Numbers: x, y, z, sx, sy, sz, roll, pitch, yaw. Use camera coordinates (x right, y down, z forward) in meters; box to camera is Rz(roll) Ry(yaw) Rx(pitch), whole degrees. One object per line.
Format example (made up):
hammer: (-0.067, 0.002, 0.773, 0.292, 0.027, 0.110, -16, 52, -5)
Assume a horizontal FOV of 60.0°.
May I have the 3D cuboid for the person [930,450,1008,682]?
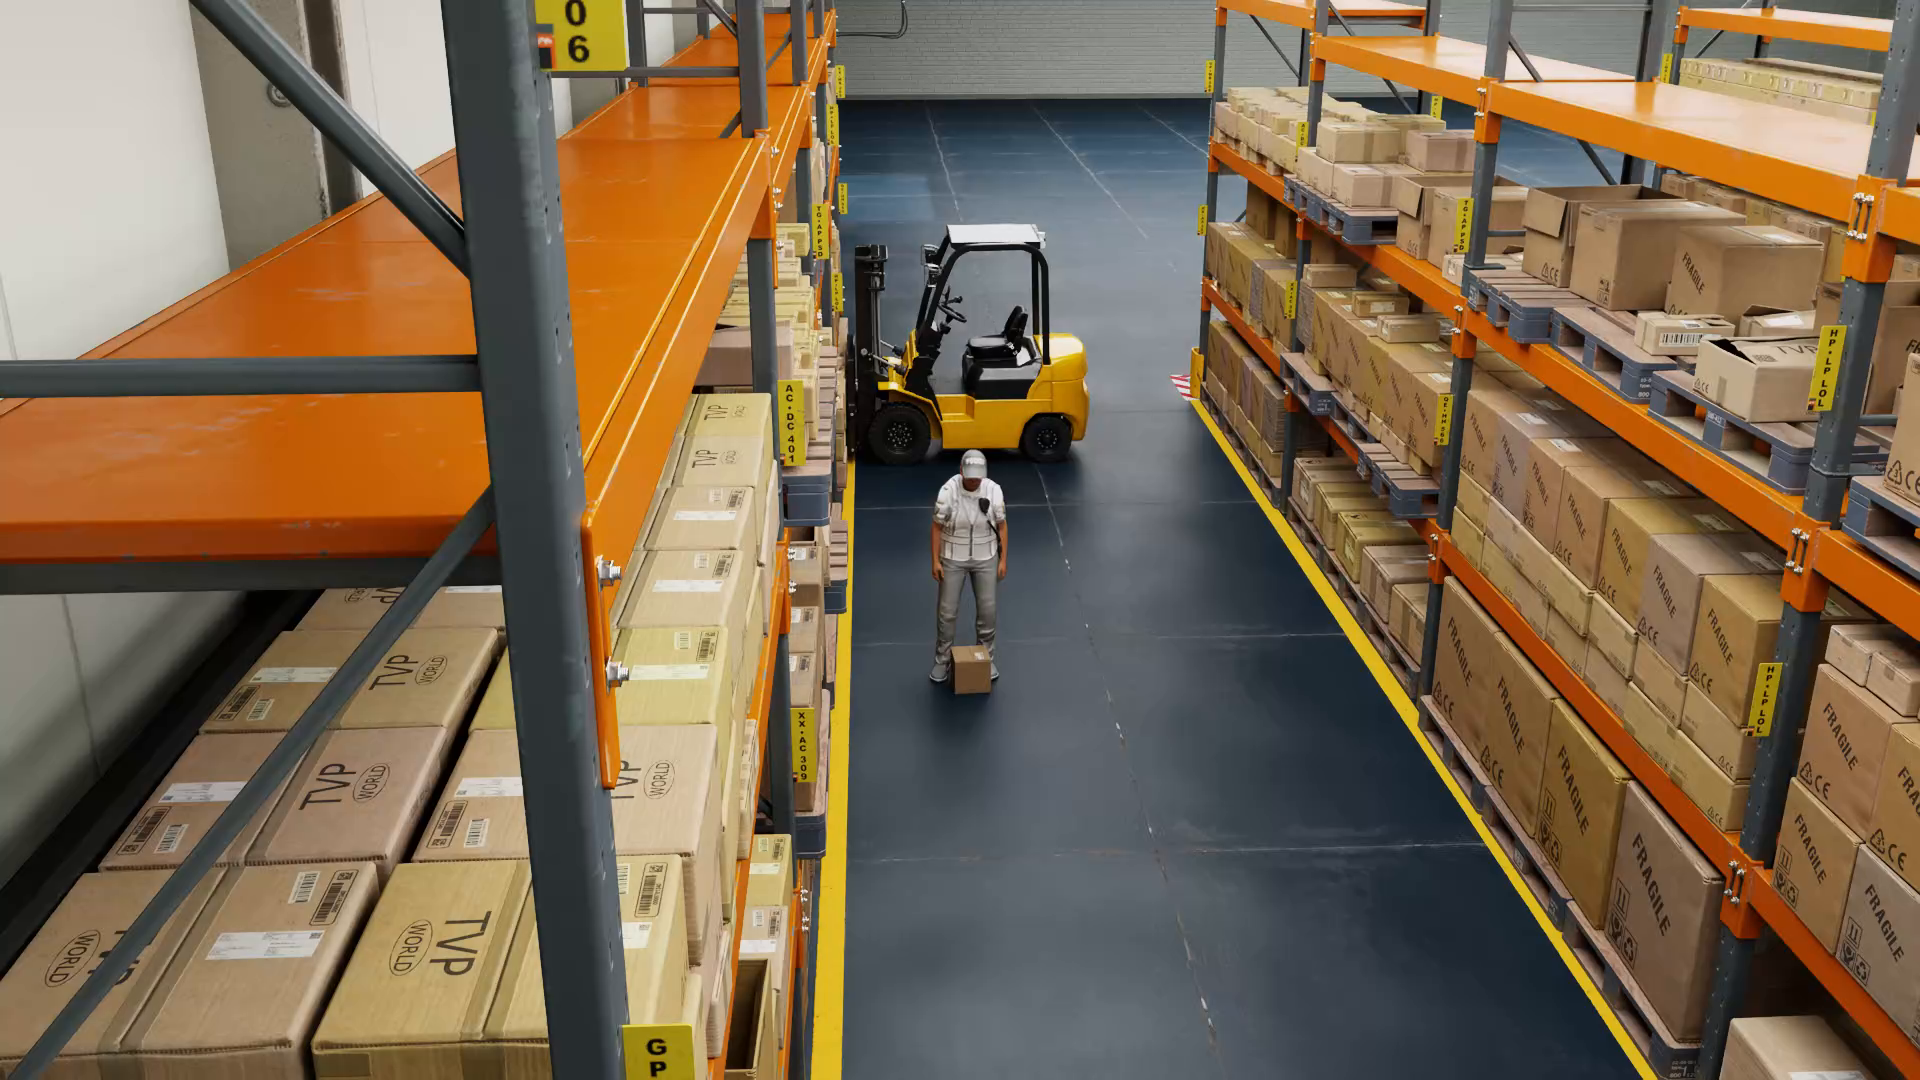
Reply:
person: (0.057, 0.160, 11.461, 0.550, 1.666, 0.473, -1, 21, -4)
